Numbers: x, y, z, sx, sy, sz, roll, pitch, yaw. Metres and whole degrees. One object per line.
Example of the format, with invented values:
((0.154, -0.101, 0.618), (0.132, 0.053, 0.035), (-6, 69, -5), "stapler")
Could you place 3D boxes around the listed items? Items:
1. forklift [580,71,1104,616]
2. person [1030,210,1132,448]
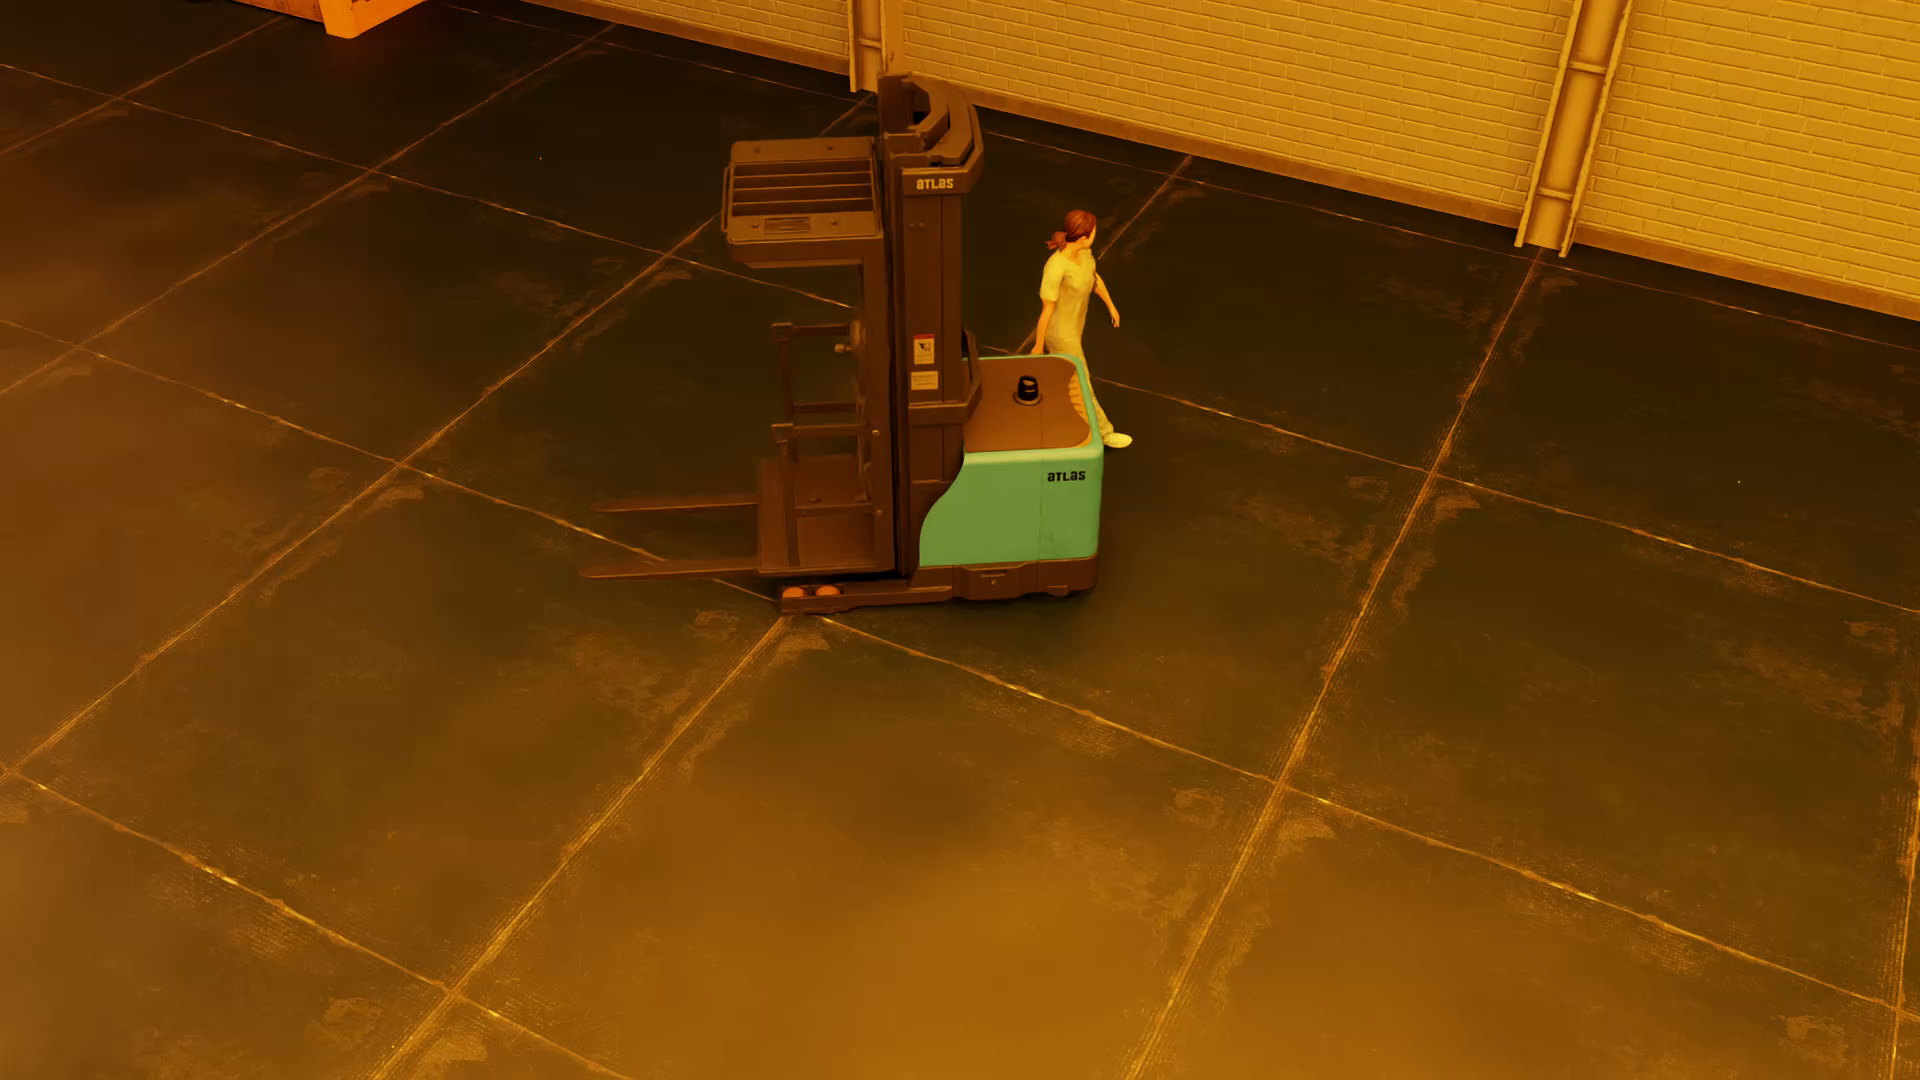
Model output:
((-0.727, -1.034, 9.214), (3.031, 2.935, 1.130), (-3, 40, -4), "forklift")
((0.762, -1.314, 10.505), (0.833, 1.632, 0.623), (15, 42, 17), "person")
